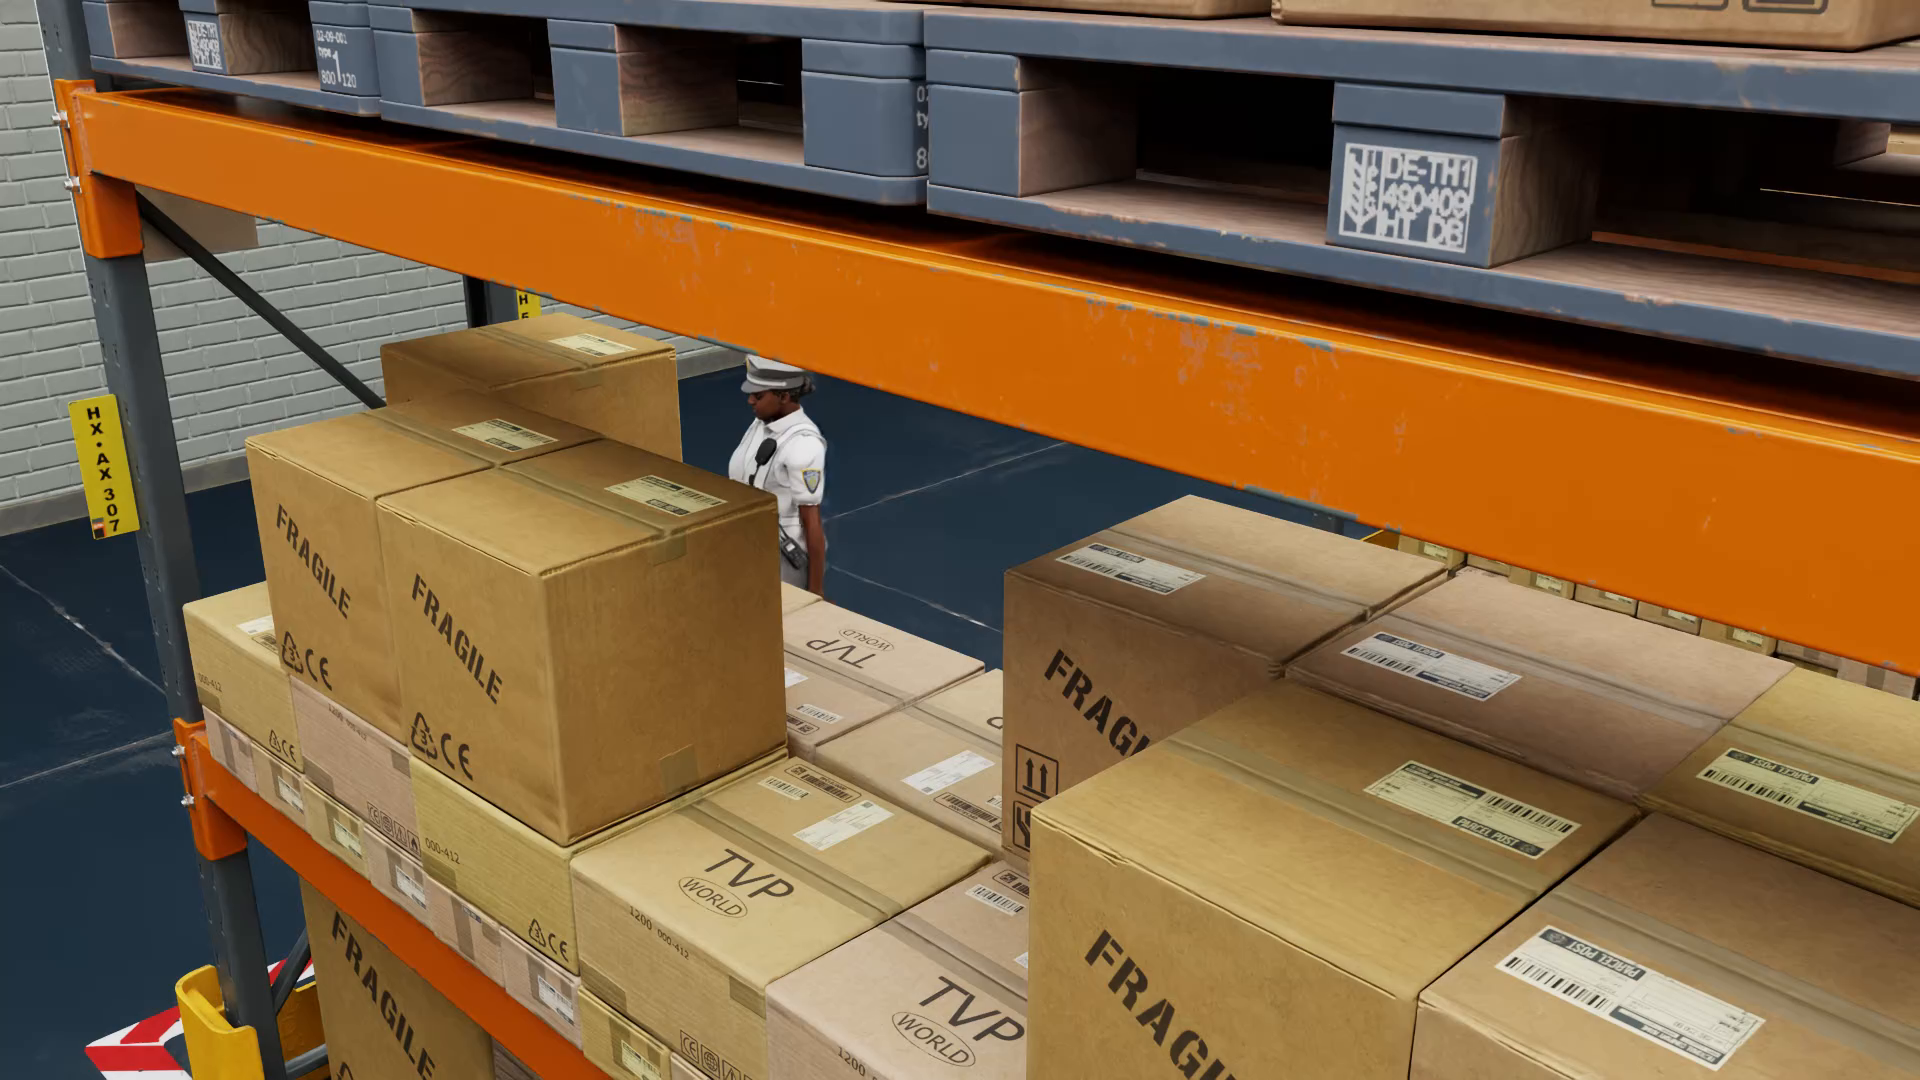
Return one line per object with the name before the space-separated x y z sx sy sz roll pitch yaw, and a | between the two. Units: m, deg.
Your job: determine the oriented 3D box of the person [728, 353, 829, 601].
person | -0.636 0.080 6.341 0.673 1.638 0.486 -9 23 -23
